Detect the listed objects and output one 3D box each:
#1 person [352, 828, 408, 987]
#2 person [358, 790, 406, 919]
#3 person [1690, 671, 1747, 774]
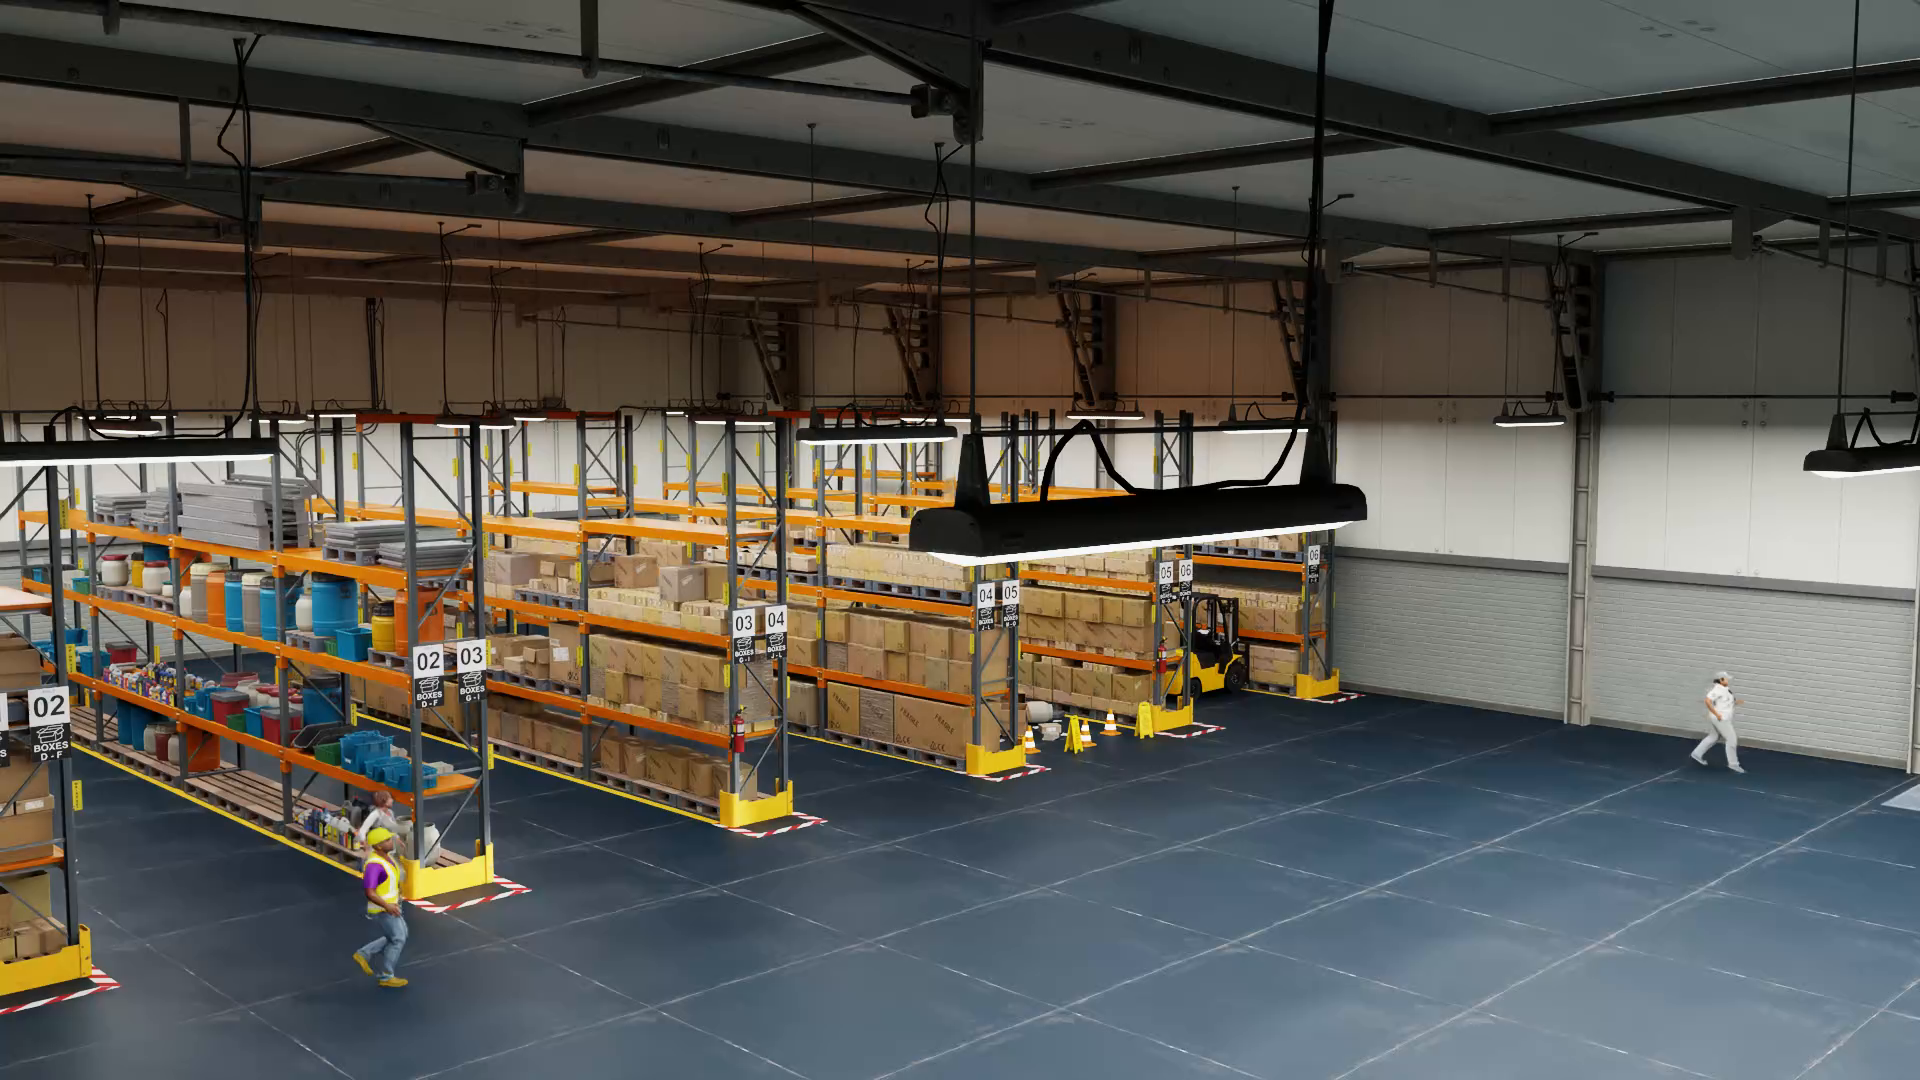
[{"bbox_3d":[-6.228,3.929,17.800,0.561,1.732,0.693,-1,5,-14],"label":"person"},{"bbox_3d":[-6.955,3.810,20.202,0.510,1.527,0.558,0,5,4],"label":"person"},{"bbox_3d":[12.825,3.053,28.067,0.878,1.696,0.594,2,5,22],"label":"person"}]
